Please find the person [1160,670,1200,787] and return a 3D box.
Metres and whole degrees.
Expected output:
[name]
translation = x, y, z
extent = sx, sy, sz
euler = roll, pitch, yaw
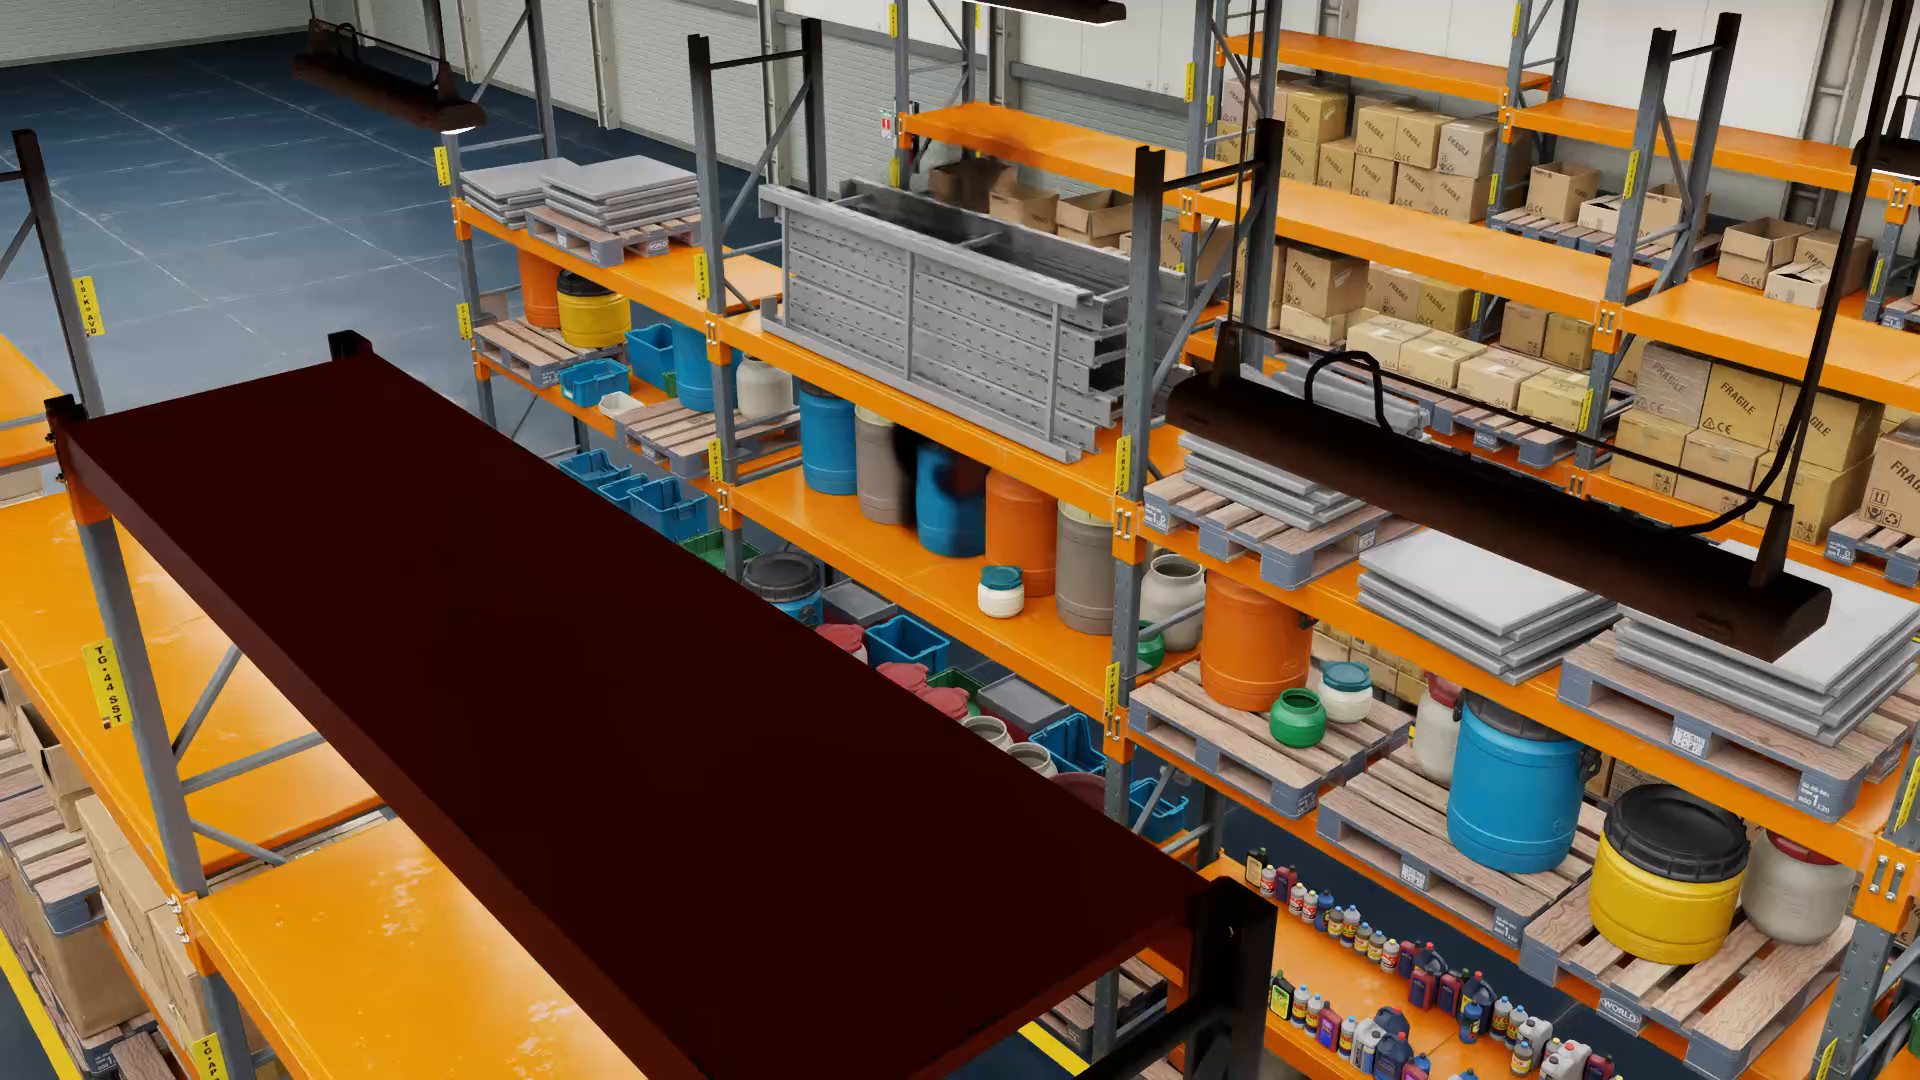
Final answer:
[person]
translation = 1.804, 1.177, 12.729
extent = 0.702, 1.738, 0.598
euler = -21, 34, -35
